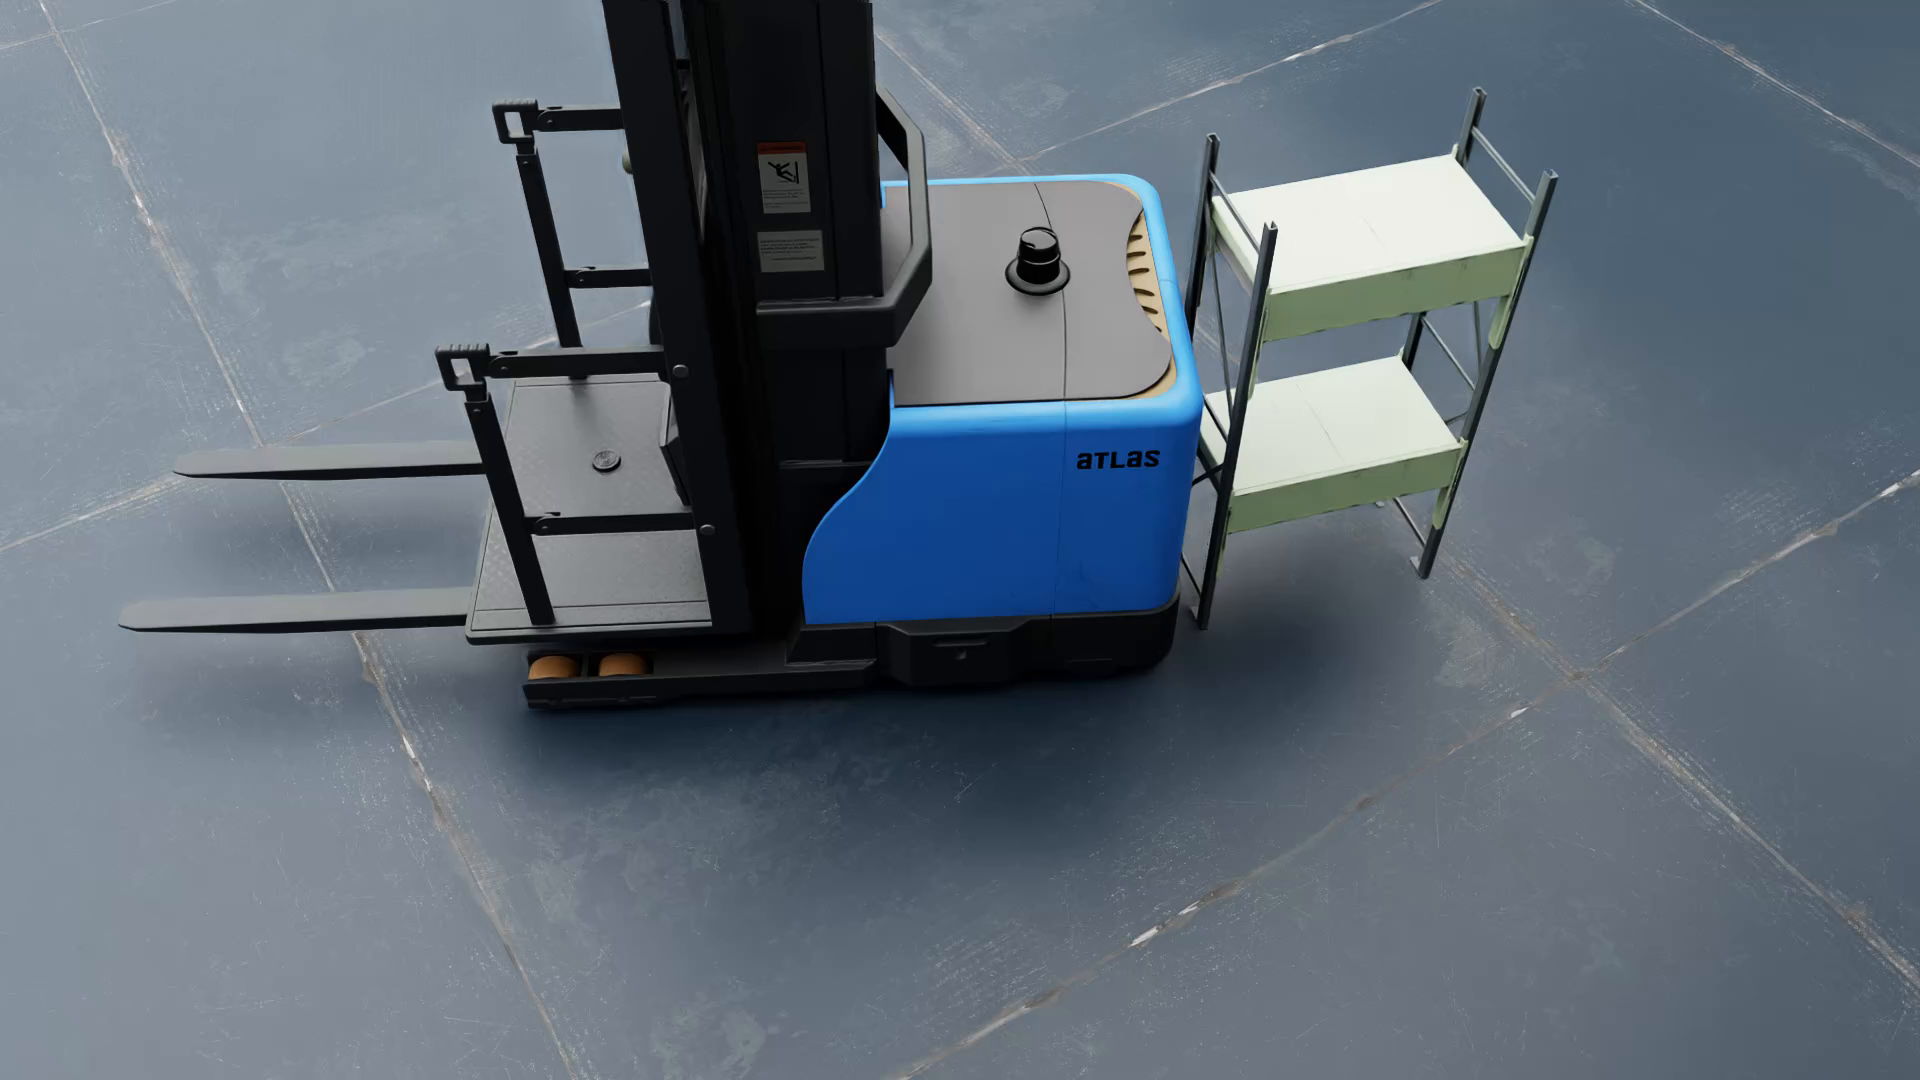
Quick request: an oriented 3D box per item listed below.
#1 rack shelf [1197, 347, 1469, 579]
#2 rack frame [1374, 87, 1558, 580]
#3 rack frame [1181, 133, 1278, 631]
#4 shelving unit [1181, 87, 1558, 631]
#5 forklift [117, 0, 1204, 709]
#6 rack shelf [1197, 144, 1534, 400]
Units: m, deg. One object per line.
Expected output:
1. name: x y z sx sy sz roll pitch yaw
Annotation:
1. rack shelf: 1.032 -0.229 4.887 0.720 0.370 0.431 -12 49 -11
2. rack frame: 1.384 -0.521 4.710 0.023 1.500 0.400 -12 49 -11
3. rack frame: 0.680 -0.371 4.576 0.023 1.500 0.400 -12 49 -11
4. shelving unit: 1.032 -0.446 4.643 0.755 1.500 0.431 -12 49 -11
5. forklift: -0.909 -0.895 4.084 3.031 2.935 1.130 -2 48 -2
6. rack shelf: 1.032 -0.706 4.352 0.720 0.370 0.431 -12 49 -11
